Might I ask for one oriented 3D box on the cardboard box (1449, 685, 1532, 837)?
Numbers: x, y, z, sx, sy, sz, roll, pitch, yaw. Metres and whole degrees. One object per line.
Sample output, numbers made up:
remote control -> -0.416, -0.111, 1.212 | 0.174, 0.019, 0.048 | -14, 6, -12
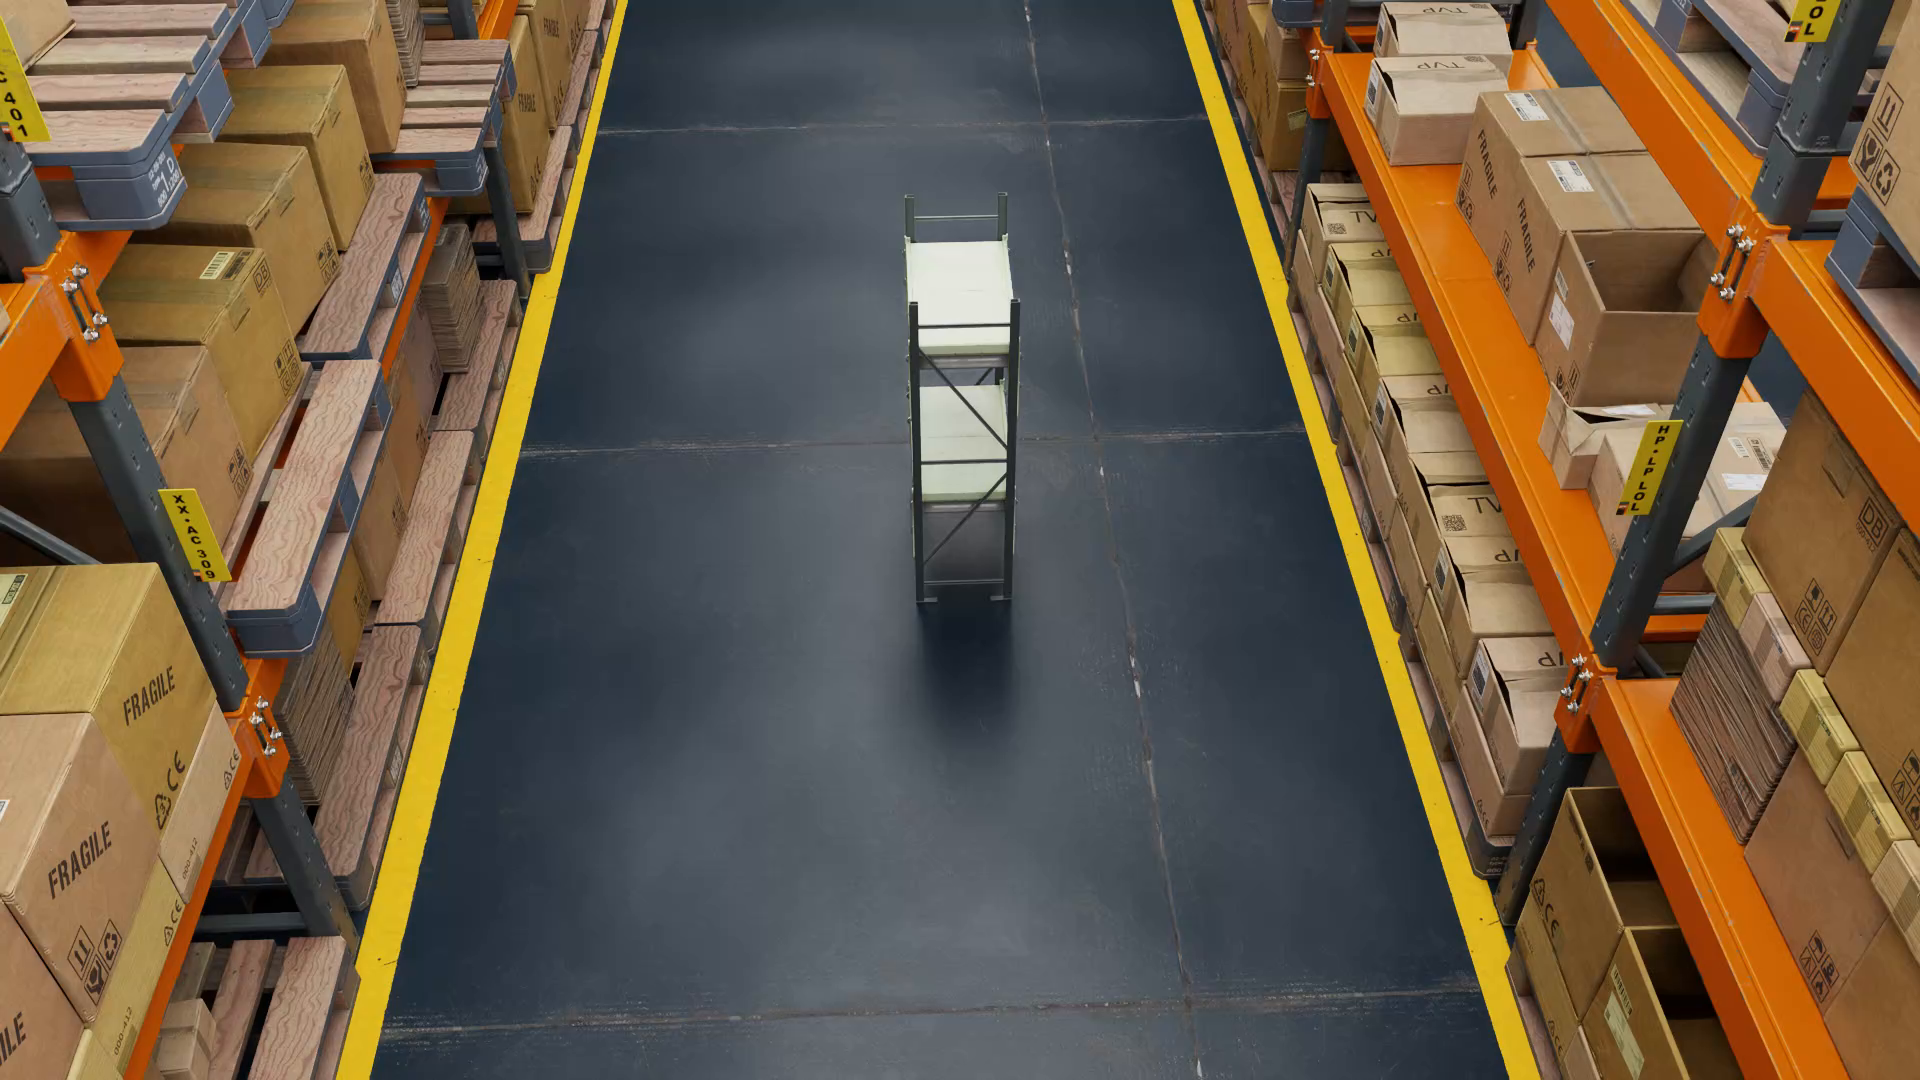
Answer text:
cardboard box -> 2.075, 0.773, 5.911 | 0.500, 0.250, 0.500 | -2, 43, -2

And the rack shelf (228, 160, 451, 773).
rack shelf -> -2.651, -0.755, 6.386 | 1.077, 0.370, 4.000 | -2, 43, -2

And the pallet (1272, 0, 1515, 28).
pallet -> 2.114, -2.900, 8.336 | 1.213, 0.211, 1.003 | -2, 43, -2

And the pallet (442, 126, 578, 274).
pallet -> -2.695, -1.877, 9.141 | 1.003, 0.211, 1.213 | -2, 43, -2

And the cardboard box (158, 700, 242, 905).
cardboard box -> -2.244, 0.689, 4.374 | 0.500, 0.250, 0.500 | -2, 43, -2

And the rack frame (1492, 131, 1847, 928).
rack frame -> 2.383, 0.186, 4.828 | 1.000, 3.000, 0.127 | -2, 43, -2

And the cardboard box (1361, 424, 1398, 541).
cardboard box -> 2.013, -0.258, 7.035 | 0.500, 0.250, 0.500 | -1, 43, -1

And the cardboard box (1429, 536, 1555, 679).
cardboard box -> 2.051, 0.221, 6.098 | 0.500, 0.311, 0.500 | -1, 43, -1

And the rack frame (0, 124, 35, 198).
rack frame -> -2.566, -1.881, 2.643 | 1.000, 3.000, 0.127 | -2, 43, -2

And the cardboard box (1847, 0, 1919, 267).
cardboard box -> 2.141, -0.816, 3.212 | 0.500, 0.500, 0.500 | 2, 43, 2

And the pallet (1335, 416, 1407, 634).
pallet -> 2.258, -0.108, 7.212 | 1.003, 0.211, 1.213 | -2, 43, -2

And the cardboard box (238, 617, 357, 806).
cardboard box -> -2.614, 0.593, 5.907 | 0.700, 0.500, 0.500 | 0, 43, 0

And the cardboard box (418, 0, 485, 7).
cardboard box -> -2.501, -2.859, 7.841 | 0.500, 0.500, 0.500 | 0, 43, -1

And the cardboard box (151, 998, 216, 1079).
cardboard box -> -2.514, 1.573, 5.085 | 0.380, 0.166, 0.250 | -7, 43, -7

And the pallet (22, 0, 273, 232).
pallet -> -2.486, -1.126, 4.178 | 1.213, 0.211, 1.003 | -2, 43, -2

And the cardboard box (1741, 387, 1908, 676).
cardboard box -> 2.408, -0.030, 4.029 | 0.700, 0.500, 0.500 | -1, 43, -2

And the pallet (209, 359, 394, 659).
pallet -> -2.454, -0.119, 5.302 | 1.003, 0.211, 1.213 | -2, 43, -2

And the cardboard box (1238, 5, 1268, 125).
cardboard box -> 1.917, -2.730, 9.532 | 0.500, 0.500, 0.500 | -3, 43, -3

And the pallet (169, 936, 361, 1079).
pallet -> -2.503, 1.811, 5.118 | 1.003, 0.211, 1.213 | -2, 43, -2

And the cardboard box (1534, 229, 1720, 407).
cardboard box -> 2.344, -0.726, 5.748 | 0.500, 0.500, 0.500 | 1, 43, 1

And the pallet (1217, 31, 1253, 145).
pallet -> 2.170, -2.814, 10.163 | 1.003, 0.211, 1.213 | -2, 43, -2

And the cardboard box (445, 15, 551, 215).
cardboard box -> -2.636, -2.233, 8.746 | 0.750, 0.750, 0.750 | -2, 43, -2

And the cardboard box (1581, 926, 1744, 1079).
cardboard box -> 2.119, 1.427, 4.642 | 0.500, 0.500, 0.500 | -2, 43, -2

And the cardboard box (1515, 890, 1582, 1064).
cardboard box -> 2.099, 1.366, 5.264 | 0.500, 0.250, 0.500 | -2, 43, -2

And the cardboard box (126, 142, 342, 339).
cardboard box -> -2.630, -1.034, 5.759 | 0.700, 0.500, 0.500 | 4, 43, 4

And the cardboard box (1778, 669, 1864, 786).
cardboard box -> 2.224, 0.440, 3.996 | 0.380, 0.149, 0.250 | -3, 43, -3

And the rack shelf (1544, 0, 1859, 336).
rack shelf -> 2.298, -2.005, 5.530 | 1.077, 0.370, 4.000 | -2, 43, -2

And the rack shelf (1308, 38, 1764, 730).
rack shelf -> 2.298, -0.899, 6.544 | 1.077, 0.370, 4.000 | -2, 43, -2

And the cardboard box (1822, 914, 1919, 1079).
cardboard box -> 2.454, 1.143, 3.709 | 0.700, 0.500, 0.500 | -1, 43, -1

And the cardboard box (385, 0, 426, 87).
cardboard box -> -2.706, -2.252, 7.088 | 0.700, 0.500, 0.500 | -6, 43, -7

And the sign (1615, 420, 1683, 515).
sign -> 1.841, -0.190, 4.439 | 0.100, 0.325, 0.005 | -2, 43, -2

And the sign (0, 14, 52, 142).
sign -> -2.025, -0.987, 3.504 | 0.100, 0.325, 0.005 | -2, 43, -2

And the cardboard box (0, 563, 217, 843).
cardboard box -> -2.237, 0.412, 4.122 | 0.500, 0.500, 0.500 | -2, 43, -2

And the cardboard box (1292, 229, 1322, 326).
cardboard box -> 1.942, -1.294, 8.166 | 0.500, 0.250, 0.500 | -2, 43, -2

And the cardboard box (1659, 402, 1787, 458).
cardboard box -> 2.549, -0.326, 5.572 | 0.380, 0.149, 0.250 | -2, 43, -2

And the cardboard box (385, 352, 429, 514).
cardboard box -> -2.699, -0.441, 7.035 | 0.700, 0.500, 0.500 | -2, 43, -2

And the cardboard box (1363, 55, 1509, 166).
cardboard box -> 2.057, -1.873, 7.139 | 0.500, 0.311, 0.500 | -2, 43, -2

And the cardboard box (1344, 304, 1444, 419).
cardboard box -> 1.992, -0.802, 7.214 | 0.500, 0.311, 0.500 | -3, 43, -3

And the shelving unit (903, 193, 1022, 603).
shelving unit -> 0.000, -0.548, 6.738 | 0.431, 1.500, 0.755 | -2, 43, -2

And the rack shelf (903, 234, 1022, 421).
rack shelf -> 0.000, -0.836, 6.475 | 0.431, 0.370, 0.720 | -2, 43, -2

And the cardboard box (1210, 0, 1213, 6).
cardboard box -> 1.854, -3.763, 10.659 | 0.500, 0.500, 0.500 | -1, 43, -1
